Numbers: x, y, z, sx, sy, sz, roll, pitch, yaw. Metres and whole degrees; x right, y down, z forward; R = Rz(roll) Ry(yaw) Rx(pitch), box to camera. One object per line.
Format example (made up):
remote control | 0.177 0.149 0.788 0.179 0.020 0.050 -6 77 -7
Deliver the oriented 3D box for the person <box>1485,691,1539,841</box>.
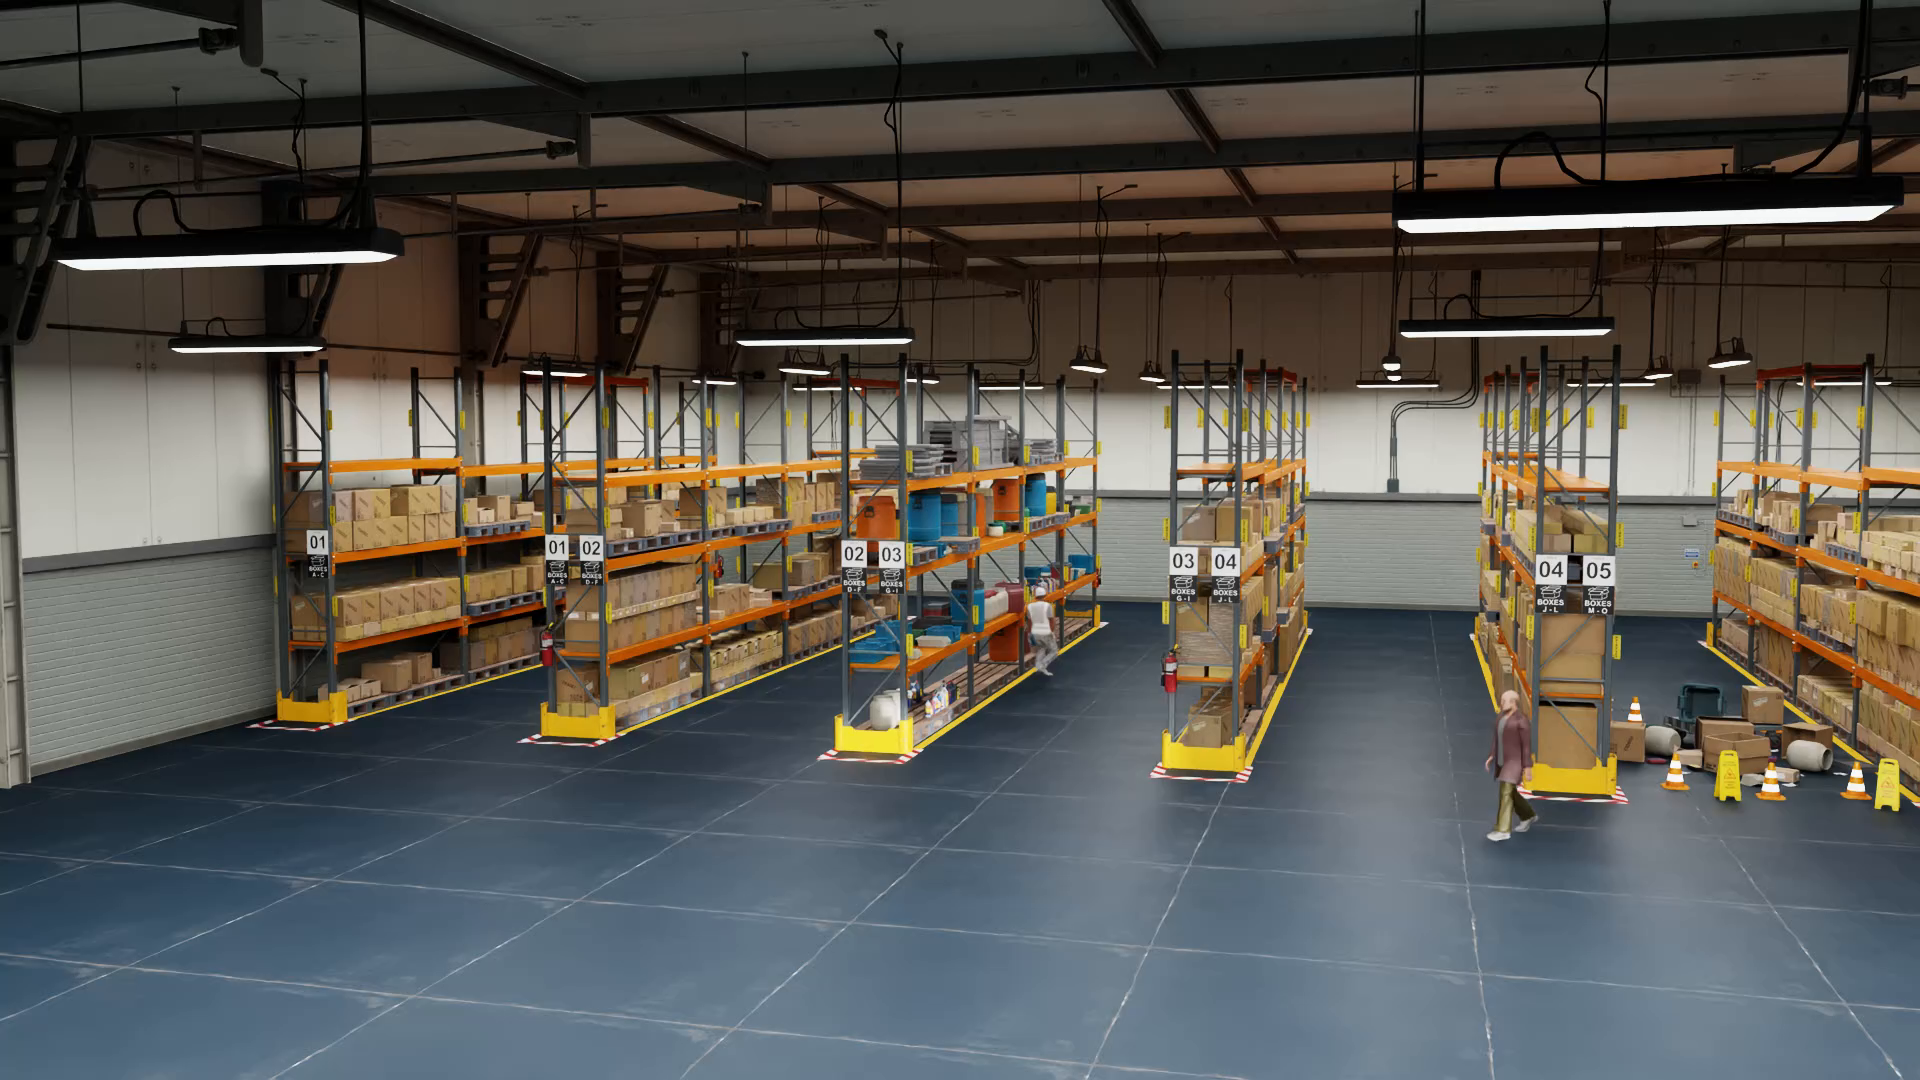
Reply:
person | 6.639 2.775 19.978 0.896 1.566 0.569 -1 4 -15

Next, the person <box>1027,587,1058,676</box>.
person | 1.555 1.705 31.366 0.591 1.628 0.634 2 5 28
